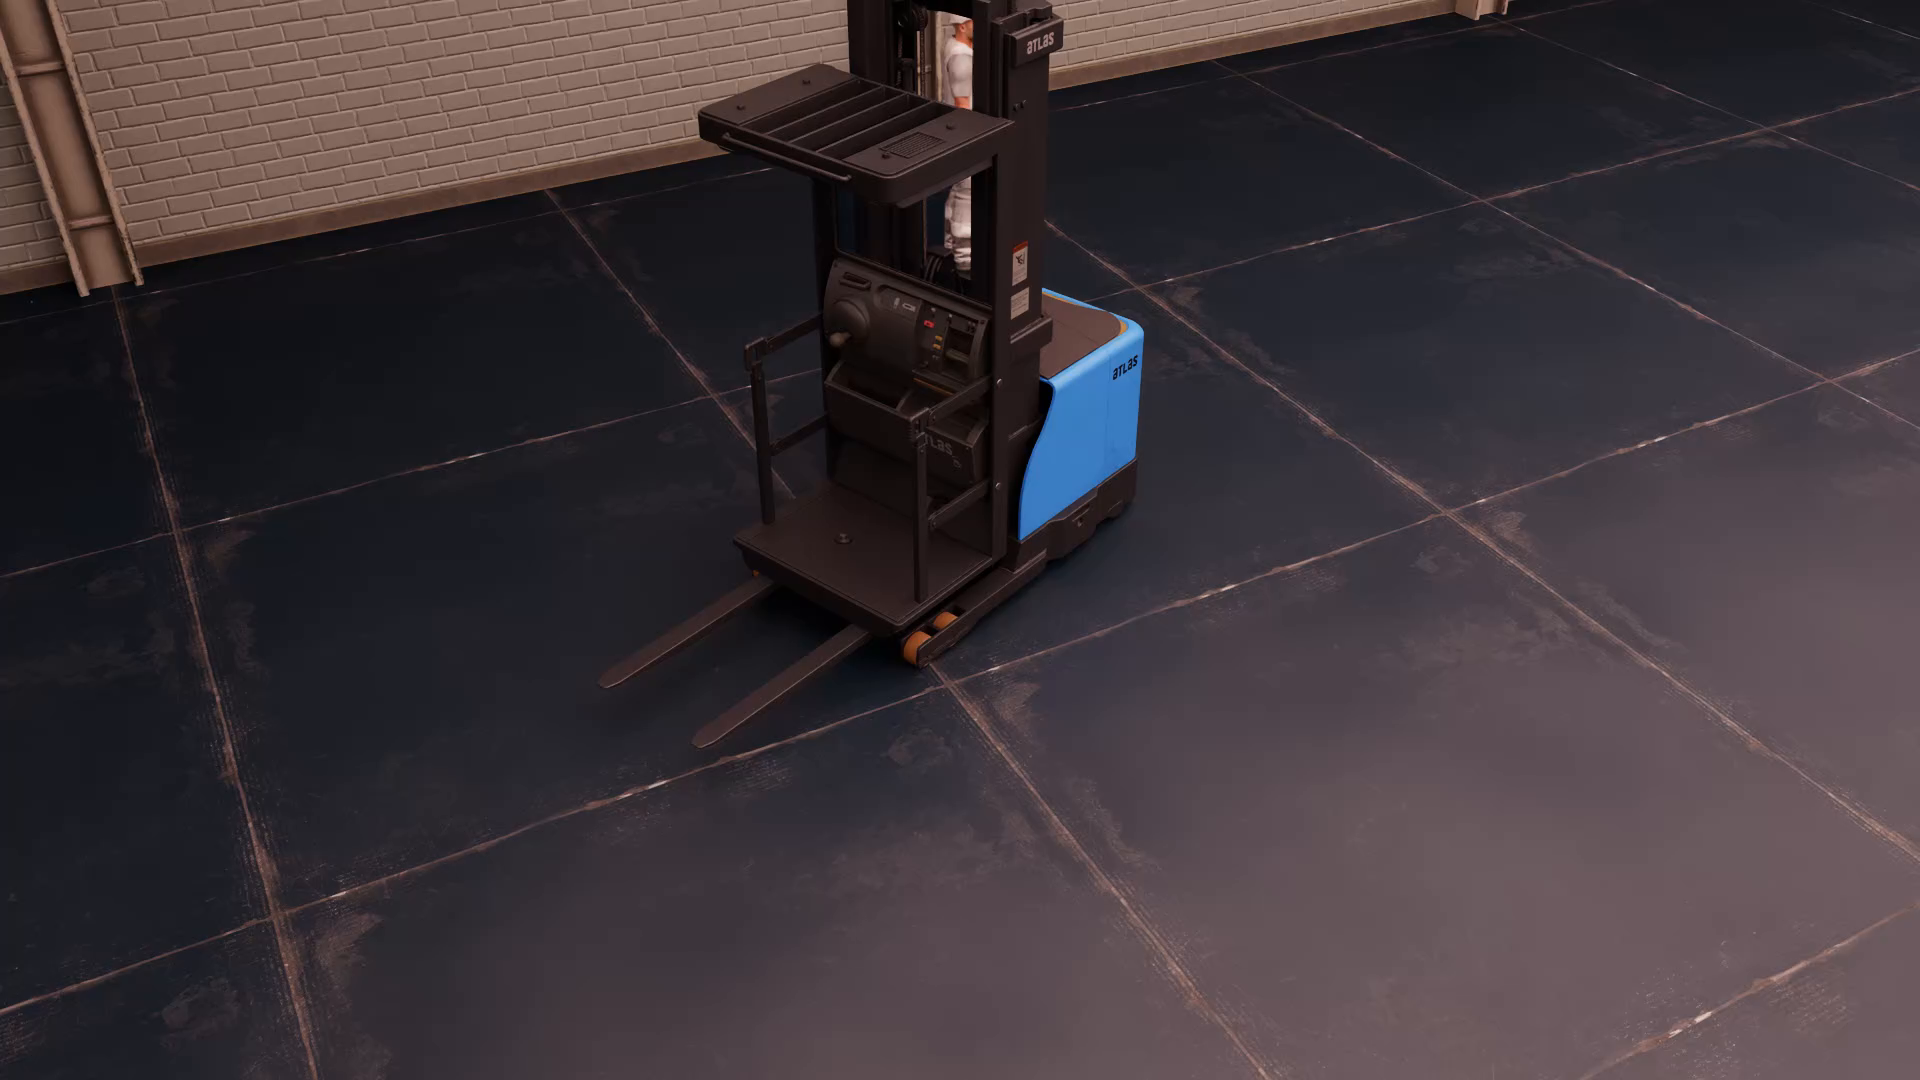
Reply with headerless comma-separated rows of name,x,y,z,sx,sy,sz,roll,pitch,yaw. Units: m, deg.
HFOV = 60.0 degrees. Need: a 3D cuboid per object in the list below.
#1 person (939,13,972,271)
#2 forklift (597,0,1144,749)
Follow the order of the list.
person,0.063,-2.655,10.870,0.367,1.795,0.587,-5,36,-7
forklift,-0.390,-0.927,7.434,1.130,2.935,3.031,26,43,31
